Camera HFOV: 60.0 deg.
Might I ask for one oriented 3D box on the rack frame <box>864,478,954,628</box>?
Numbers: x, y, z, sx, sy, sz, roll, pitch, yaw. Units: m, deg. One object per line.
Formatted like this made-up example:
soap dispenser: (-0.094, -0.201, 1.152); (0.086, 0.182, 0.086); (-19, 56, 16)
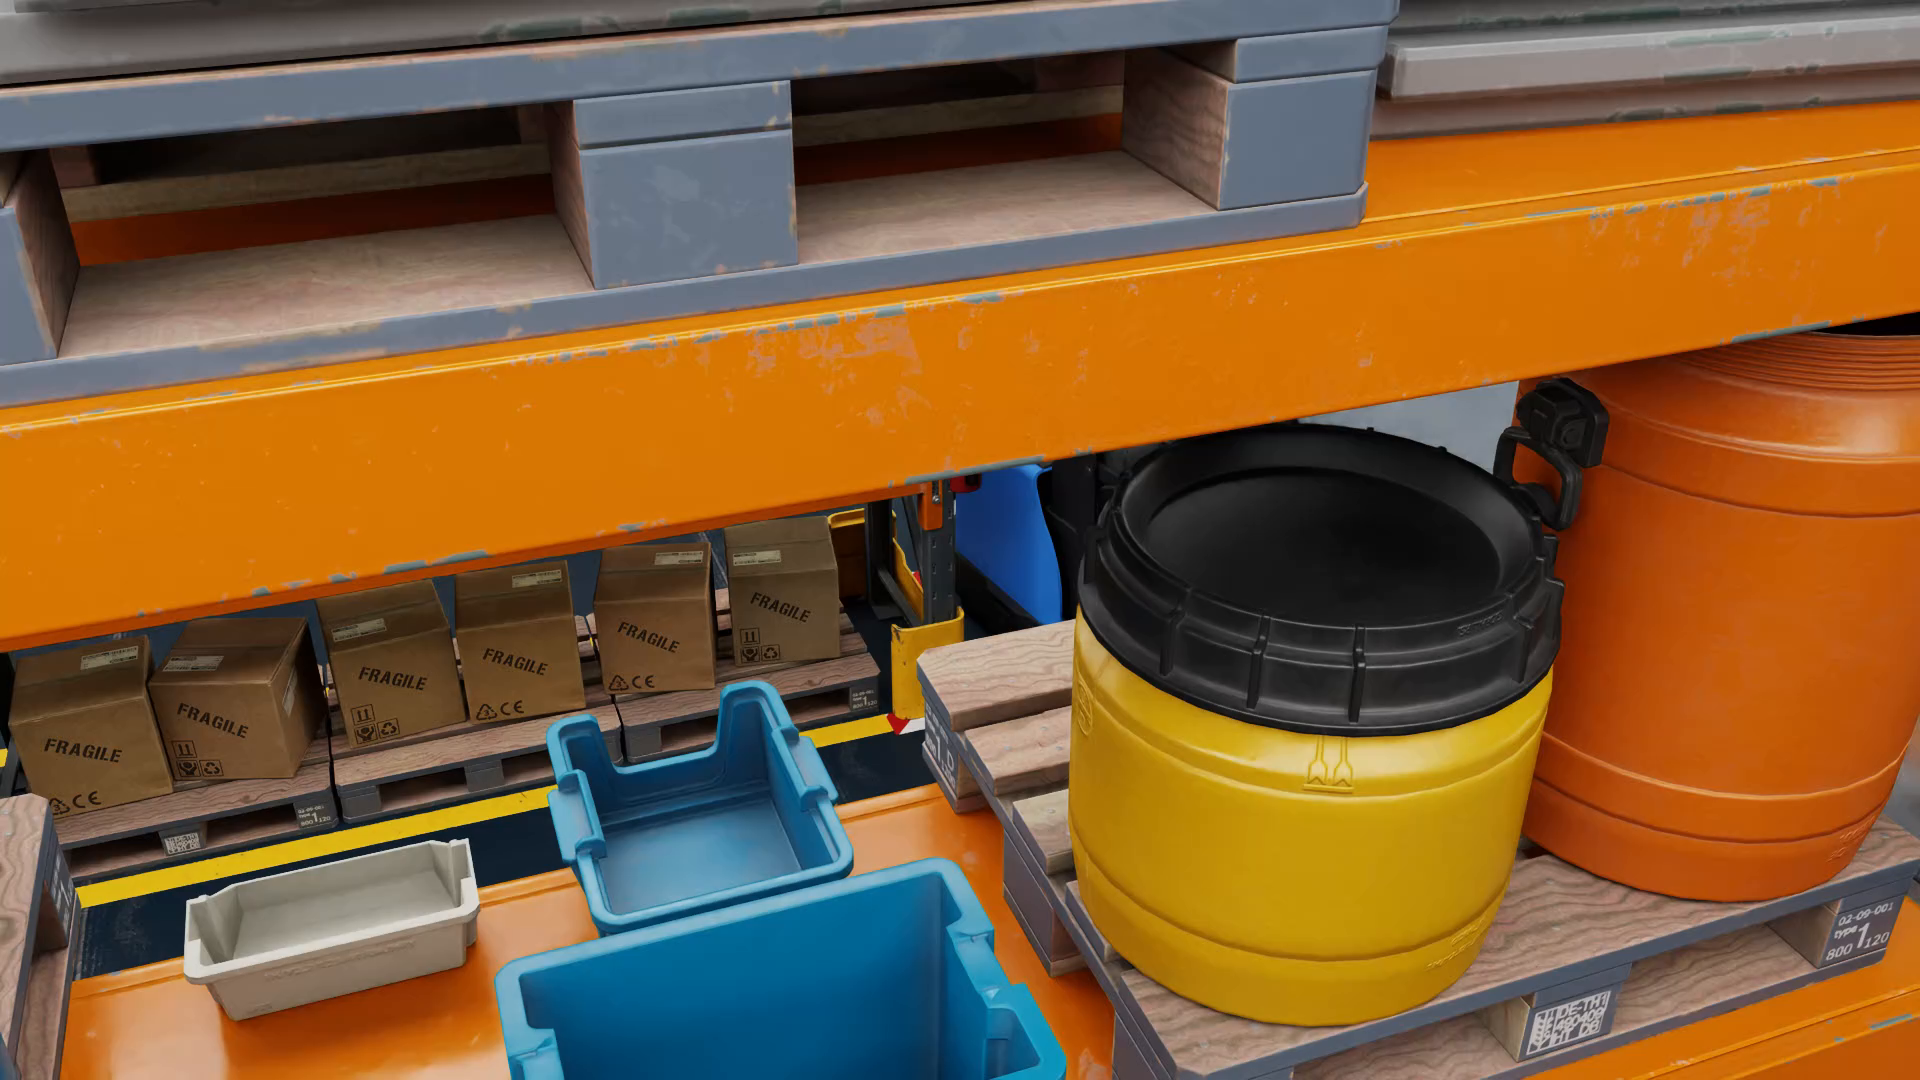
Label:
rack frame: (-0.256, -0.765, 7.563); (0.127, 3.000, 1.000); (-10, 31, -18)

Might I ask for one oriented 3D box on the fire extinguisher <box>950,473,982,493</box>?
fire extinguisher: (0.012, -0.538, 7.242); (0.183, 0.674, 0.296); (-10, 31, -18)

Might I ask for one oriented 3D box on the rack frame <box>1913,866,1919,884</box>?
rack frame: (1.471, 1.533, 3.530); (0.127, 3.000, 1.000); (-10, 31, -18)

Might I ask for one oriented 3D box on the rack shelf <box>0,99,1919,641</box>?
rack shelf: (-0.403, -0.242, 1.716); (4.000, 0.370, 1.077); (-10, 31, -18)

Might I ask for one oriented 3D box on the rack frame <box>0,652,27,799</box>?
rack frame: (-4.005, -0.075, 6.351); (0.127, 3.000, 1.000); (-10, 31, -18)

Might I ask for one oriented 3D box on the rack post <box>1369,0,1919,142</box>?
rack post: (0.718, -0.785, 2.043); (0.954, 0.300, 0.937); (-7, 30, -12)

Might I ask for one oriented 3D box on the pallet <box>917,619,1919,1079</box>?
pallet: (0.662, 0.409, 2.663); (1.213, 0.211, 1.003); (-10, 31, -18)

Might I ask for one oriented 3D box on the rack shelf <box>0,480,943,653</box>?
rack shelf: (-2.131, -0.107, 7.135); (4.000, 0.370, 1.077); (-10, 31, -18)

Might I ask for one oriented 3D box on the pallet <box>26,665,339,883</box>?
pallet: (-3.388, 1.004, 7.274); (1.213, 0.211, 1.003); (-10, 31, -18)

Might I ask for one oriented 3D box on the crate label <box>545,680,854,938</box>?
crate label: (-0.398, 0.464, 2.526); (0.408, 0.251, 0.502); (-10, 31, -18)

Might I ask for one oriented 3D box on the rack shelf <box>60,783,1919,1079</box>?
rack shelf: (-0.403, 0.887, 2.359); (4.000, 0.370, 1.077); (-10, 31, -18)

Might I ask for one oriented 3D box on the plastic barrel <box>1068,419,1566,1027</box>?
plastic barrel: (0.447, 0.221, 2.188); (0.600, 0.588, 0.600); (0, 30, 0)

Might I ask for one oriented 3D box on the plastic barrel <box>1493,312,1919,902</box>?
plastic barrel: (1.060, 0.003, 2.326); (0.708, 0.830, 0.600); (-10, 31, -18)

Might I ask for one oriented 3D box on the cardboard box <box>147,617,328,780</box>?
cardboard box: (-3.082, 0.676, 7.134); (0.500, 0.500, 0.500); (-1, 30, -2)

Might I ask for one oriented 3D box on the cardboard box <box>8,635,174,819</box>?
cardboard box: (-3.616, 0.778, 6.955); (0.500, 0.500, 0.500); (-11, 32, -19)

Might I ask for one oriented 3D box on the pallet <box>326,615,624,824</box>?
pallet: (-2.243, 0.792, 7.647); (1.213, 0.211, 1.003); (-10, 31, -18)

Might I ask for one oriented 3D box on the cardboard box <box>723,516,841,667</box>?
cardboard box: (-0.847, 0.238, 7.902); (0.500, 0.500, 0.500); (-5, 30, -8)

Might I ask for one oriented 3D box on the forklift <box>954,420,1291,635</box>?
forklift: (1.134, -0.473, 7.119); (1.130, 2.935, 3.031); (-16, 33, -26)

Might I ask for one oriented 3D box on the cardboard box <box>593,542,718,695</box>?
cardboard box: (-1.395, 0.358, 7.693); (0.500, 0.500, 0.500); (-3, 30, -5)

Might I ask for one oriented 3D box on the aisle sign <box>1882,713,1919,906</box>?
aisle sign: (1.642, 0.529, 2.666); (0.004, 0.787, 0.394); (-10, 31, -18)

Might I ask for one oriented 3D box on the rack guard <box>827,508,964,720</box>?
rack guard: (-0.327, 0.334, 8.159); (0.348, 0.500, 1.175); (-10, 31, -18)

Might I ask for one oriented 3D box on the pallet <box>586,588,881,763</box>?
pallet: (-1.101, 0.583, 8.013); (1.213, 0.211, 1.003); (-10, 31, -18)

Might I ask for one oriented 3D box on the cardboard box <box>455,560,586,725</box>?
cardboard box: (-1.989, 0.457, 7.519); (0.500, 0.500, 0.500); (-8, 31, -13)

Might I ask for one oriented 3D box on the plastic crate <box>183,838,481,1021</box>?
plastic crate: (-0.915, 0.570, 2.456); (0.396, 0.136, 0.243); (-10, 31, -18)

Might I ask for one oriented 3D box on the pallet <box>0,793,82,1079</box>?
pallet: (-1.636, 0.832, 1.920); (1.003, 0.211, 1.213); (-10, 31, -18)

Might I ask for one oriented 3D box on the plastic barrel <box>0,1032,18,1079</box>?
plastic barrel: (-1.308, 0.397, 1.561); (0.708, 0.901, 0.600); (-10, 31, -18)

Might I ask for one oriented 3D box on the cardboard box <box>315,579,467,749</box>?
cardboard box: (-2.528, 0.532, 7.386); (0.500, 0.500, 0.500); (-13, 32, -22)

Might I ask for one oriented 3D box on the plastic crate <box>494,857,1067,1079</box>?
plastic crate: (-0.211, 0.705, 1.968); (0.575, 0.384, 0.392); (-10, 31, -18)

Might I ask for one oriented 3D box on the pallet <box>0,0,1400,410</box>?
pallet: (-0.370, -0.495, 1.624); (1.213, 0.211, 1.003); (-10, 31, -18)
